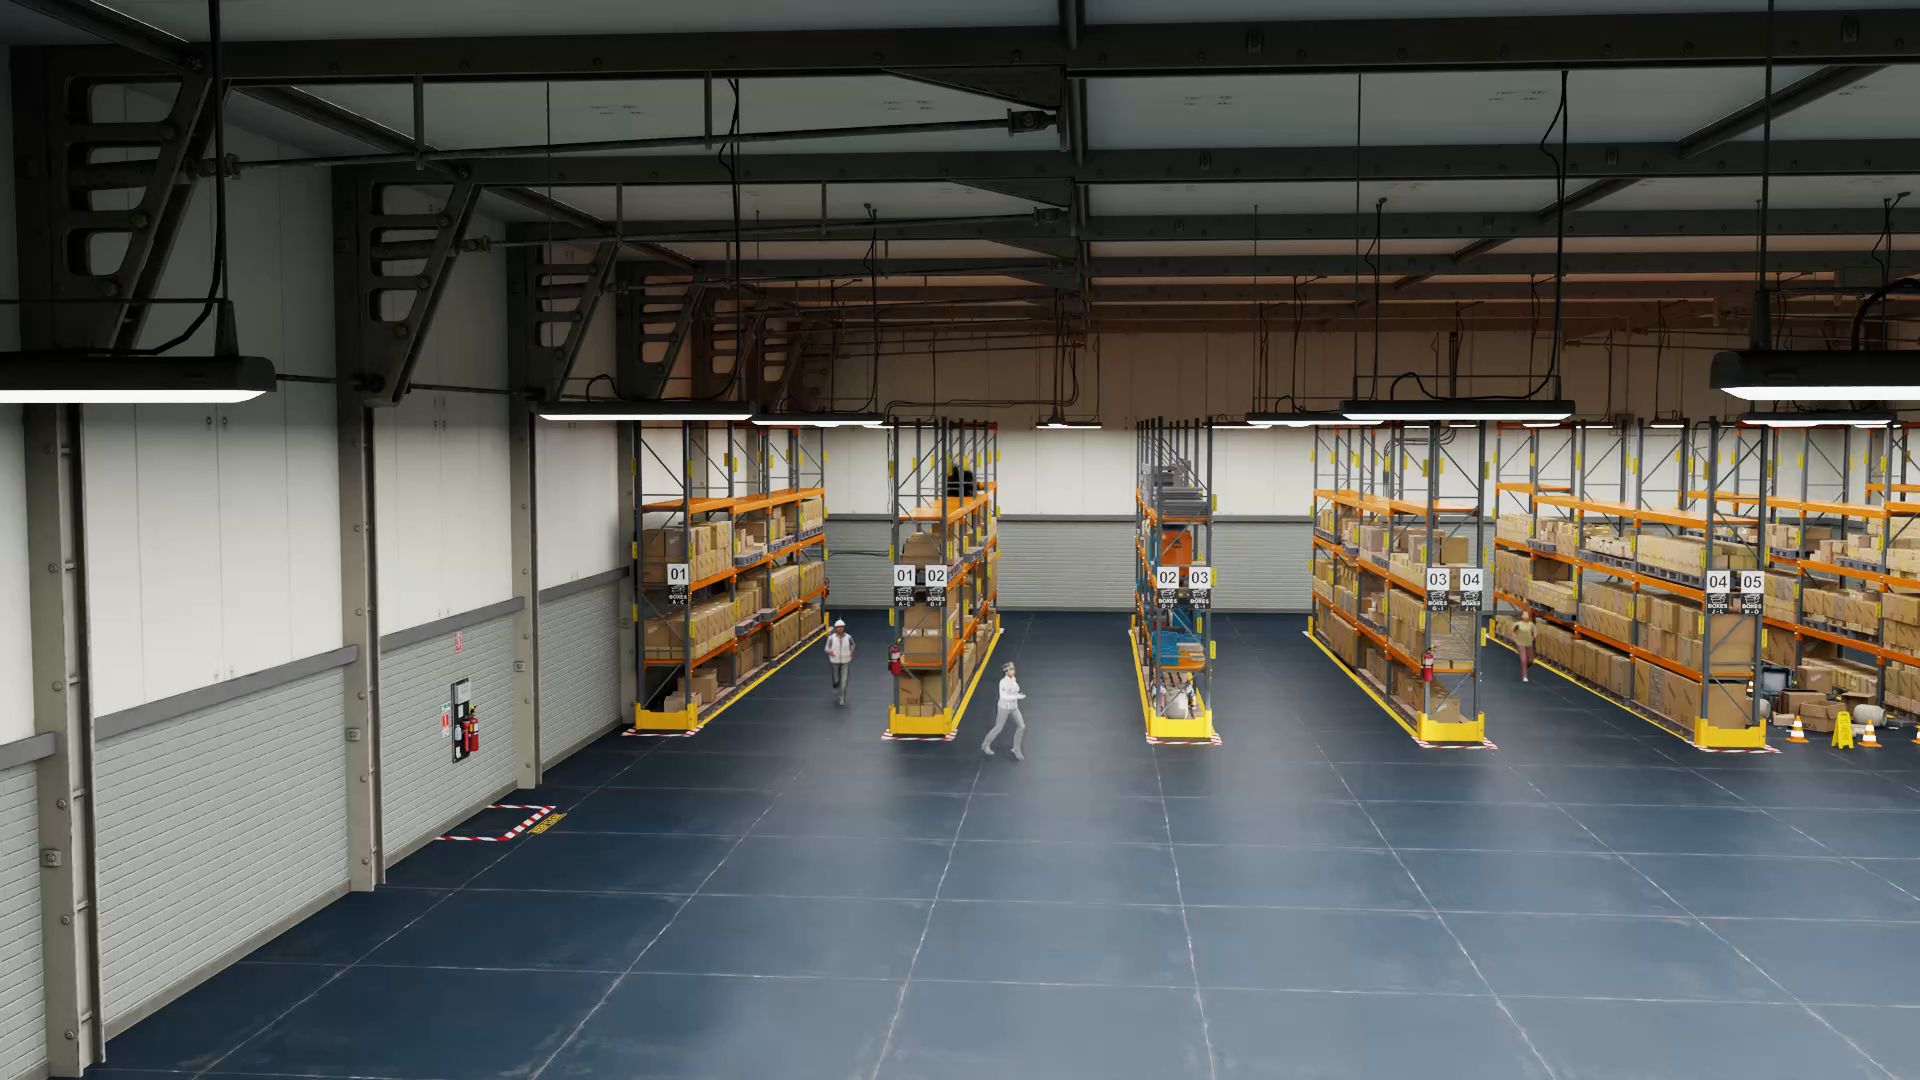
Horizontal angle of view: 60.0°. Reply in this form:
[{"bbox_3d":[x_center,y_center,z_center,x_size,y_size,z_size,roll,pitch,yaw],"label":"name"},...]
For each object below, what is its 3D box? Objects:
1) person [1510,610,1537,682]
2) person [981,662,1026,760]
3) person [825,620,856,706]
[{"bbox_3d":[12.946,2.414,38.168,0.586,1.628,0.752,0,4,7],"label":"person"},{"bbox_3d":[0.810,2.979,29.125,0.874,1.740,0.623,3,5,36],"label":"person"},{"bbox_3d":[-2.509,2.556,34.917,0.663,1.752,0.926,-1,4,-8],"label":"person"}]
